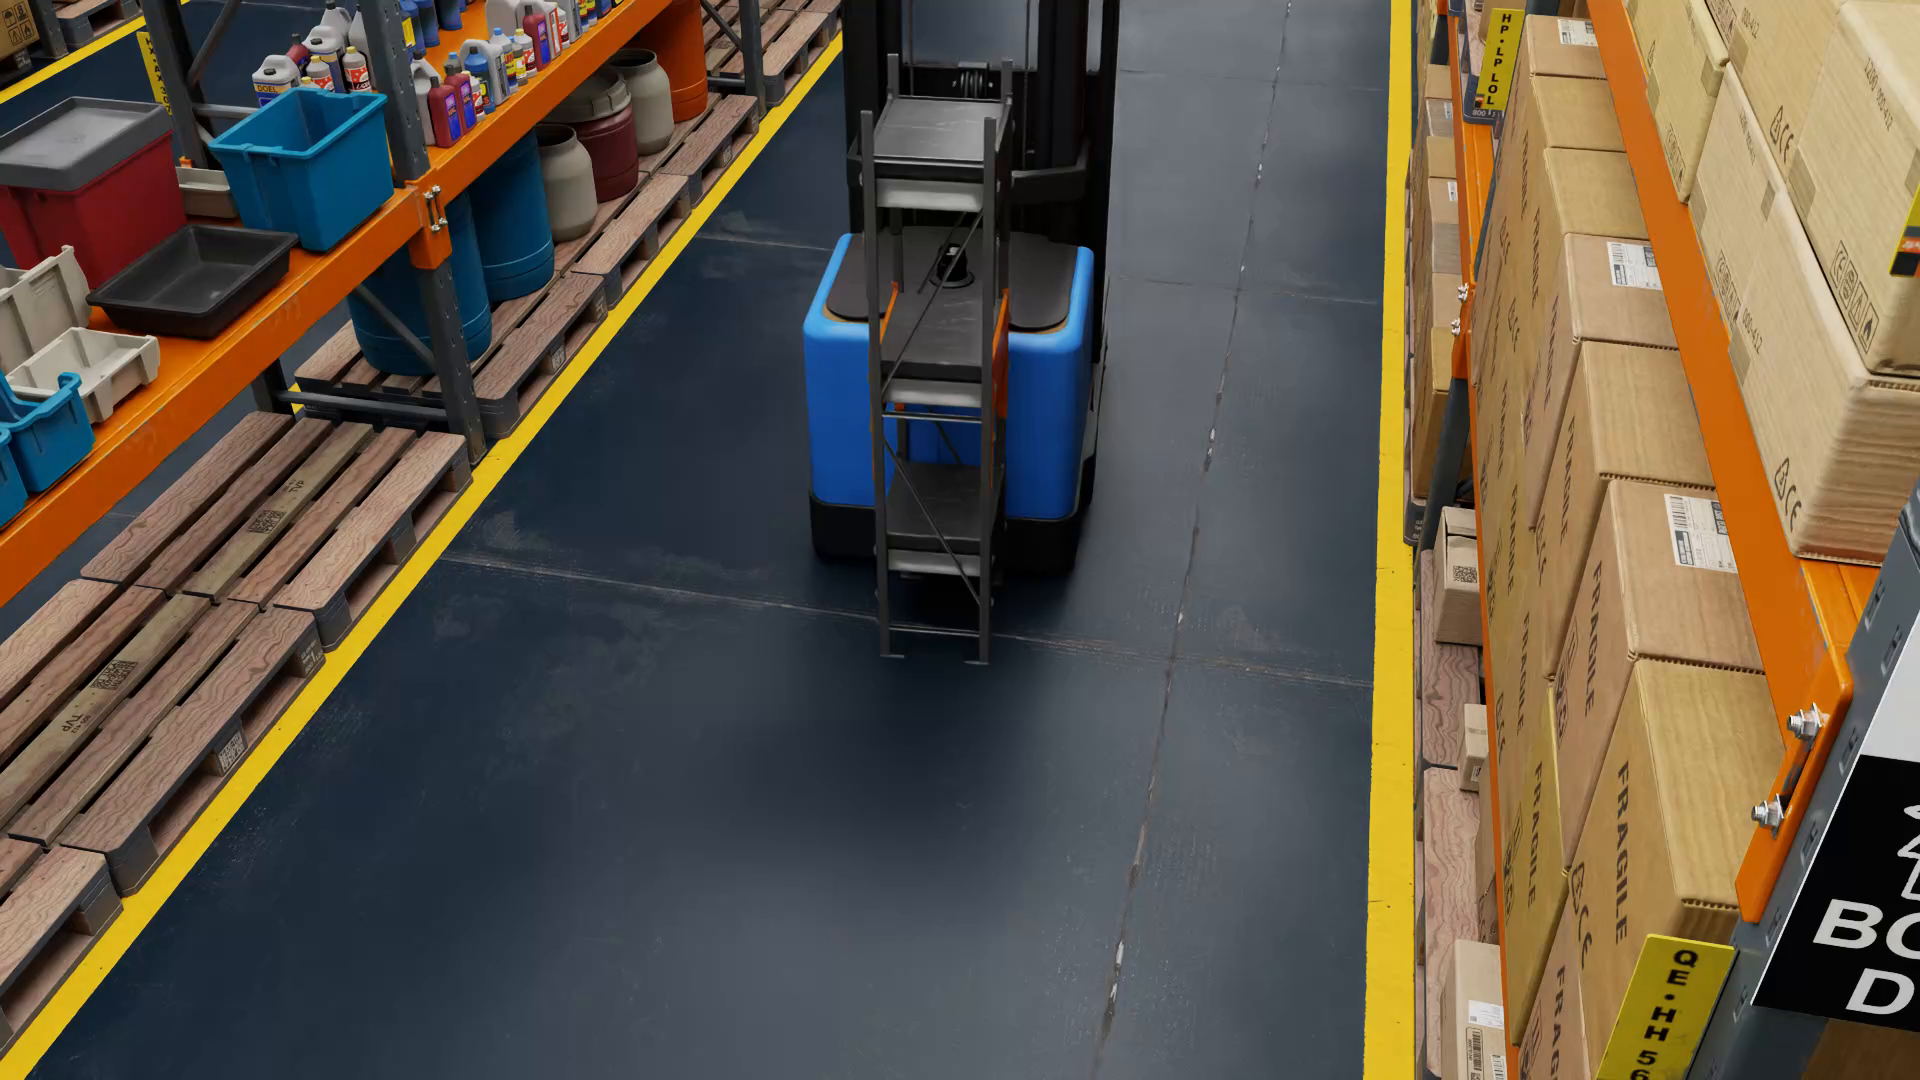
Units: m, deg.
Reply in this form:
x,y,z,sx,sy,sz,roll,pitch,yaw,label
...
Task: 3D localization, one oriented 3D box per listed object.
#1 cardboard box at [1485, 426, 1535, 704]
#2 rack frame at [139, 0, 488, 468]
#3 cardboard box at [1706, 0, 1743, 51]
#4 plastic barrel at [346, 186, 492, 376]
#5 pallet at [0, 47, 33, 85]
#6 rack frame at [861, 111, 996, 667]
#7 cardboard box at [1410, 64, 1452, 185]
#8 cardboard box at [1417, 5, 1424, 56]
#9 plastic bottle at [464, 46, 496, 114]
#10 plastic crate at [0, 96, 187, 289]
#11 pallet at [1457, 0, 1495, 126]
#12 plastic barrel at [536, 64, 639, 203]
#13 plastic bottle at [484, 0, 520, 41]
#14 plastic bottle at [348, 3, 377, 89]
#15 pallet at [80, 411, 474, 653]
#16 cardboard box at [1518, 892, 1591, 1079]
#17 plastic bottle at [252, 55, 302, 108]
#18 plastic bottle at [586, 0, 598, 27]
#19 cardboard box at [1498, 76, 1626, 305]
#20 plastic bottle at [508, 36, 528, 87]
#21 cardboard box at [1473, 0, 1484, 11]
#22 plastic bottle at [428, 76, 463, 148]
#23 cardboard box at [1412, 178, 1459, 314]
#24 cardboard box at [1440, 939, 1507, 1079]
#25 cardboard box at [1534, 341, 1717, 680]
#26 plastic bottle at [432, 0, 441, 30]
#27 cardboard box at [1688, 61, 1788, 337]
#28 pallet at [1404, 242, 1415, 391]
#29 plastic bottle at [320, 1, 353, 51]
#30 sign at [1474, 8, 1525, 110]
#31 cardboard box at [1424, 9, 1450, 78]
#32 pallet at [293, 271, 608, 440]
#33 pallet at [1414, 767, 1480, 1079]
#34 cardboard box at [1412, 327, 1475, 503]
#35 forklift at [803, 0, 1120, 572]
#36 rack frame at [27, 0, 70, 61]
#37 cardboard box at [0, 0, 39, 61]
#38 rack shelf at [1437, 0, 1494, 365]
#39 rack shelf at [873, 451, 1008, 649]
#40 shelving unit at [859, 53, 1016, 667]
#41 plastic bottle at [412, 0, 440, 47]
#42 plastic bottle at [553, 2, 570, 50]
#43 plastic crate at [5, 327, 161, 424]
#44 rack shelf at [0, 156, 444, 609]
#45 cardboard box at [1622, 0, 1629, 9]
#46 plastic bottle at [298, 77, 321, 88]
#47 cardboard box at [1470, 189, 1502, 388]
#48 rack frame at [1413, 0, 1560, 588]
x,y,z,sx,sy,sz,roll,pitch,yaw,label
1.573,0.088,3.987,0.500,0.500,0.500,7,36,9,cardboard box
-2.568,-1.625,6.436,1.000,3.000,0.127,7,37,10,rack frame
1.494,-0.964,2.670,0.500,0.250,0.500,7,37,10,cardboard box
-2.435,-1.255,7.355,0.600,0.901,0.708,7,37,10,plastic barrel
-6.794,-2.967,10.664,1.003,0.211,1.213,7,37,10,pallet
-0.094,-0.403,5.517,0.400,2.100,0.015,4,36,6,rack frame
2.748,-2.236,9.034,0.500,0.500,0.500,9,37,12,cardboard box
3.216,-3.268,10.688,0.500,0.250,0.500,8,37,11,cardboard box
-2.017,-1.930,6.967,0.097,0.271,0.097,0,36,0,plastic bottle
-3.004,-1.194,5.736,0.402,0.464,0.583,7,37,10,plastic crate
2.714,-2.102,7.257,1.003,0.211,1.213,7,37,10,pallet
-2.043,-2.181,8.901,0.600,0.588,0.708,7,37,10,plastic barrel
-2.048,-2.342,7.531,0.152,0.276,0.135,7,37,10,plastic bottle
-2.550,-2.155,7.209,0.144,0.351,0.185,7,37,10,plastic bottle
-2.687,-0.069,6.666,1.003,0.211,1.213,7,37,10,pallet
1.246,0.960,2.784,0.500,0.500,0.500,8,37,11,cardboard box
-2.799,-1.841,6.840,0.152,0.276,0.135,7,37,10,plastic bottle
-1.777,-2.573,7.853,0.097,0.271,0.097,0,36,0,plastic bottle
1.785,-0.916,4.521,0.500,0.500,0.500,6,36,9,cardboard box
-1.946,-2.090,7.248,0.097,0.201,0.097,0,36,0,plastic bottle
2.719,-2.630,7.379,0.700,0.500,0.500,14,38,19,cardboard box
-2.073,-1.734,6.686,0.061,0.283,0.133,7,37,10,plastic bottle
2.424,-1.348,7.809,0.500,0.500,0.500,6,36,8,cardboard box
1.524,1.343,4.309,0.500,0.250,0.500,7,37,10,cardboard box
1.456,-0.031,3.299,0.500,0.500,0.500,8,37,11,cardboard box
-2.535,-2.550,7.817,0.152,0.276,0.135,7,37,10,plastic bottle
1.386,-0.475,2.421,0.500,0.250,0.500,7,37,10,cardboard box
2.666,-1.045,8.012,1.003,0.211,1.213,7,37,10,pallet
-2.691,-2.173,7.234,0.144,0.351,0.185,7,37,10,plastic bottle
1.727,-1.538,5.329,0.100,0.325,0.005,7,37,10,sign
2.996,-2.910,9.716,0.500,0.311,0.500,8,37,11,cardboard box
-2.362,-0.933,7.857,1.003,0.211,1.213,7,37,10,pallet
1.864,1.223,4.883,1.003,0.211,1.213,7,37,10,pallet
2.096,-0.486,6.620,0.500,0.500,0.500,7,37,10,cardboard box
0.110,-1.918,6.899,1.130,2.935,3.031,4,36,6,forklift
-6.552,-4.539,10.456,1.000,3.000,0.127,7,37,10,rack frame
-6.720,-3.455,10.414,1.225,0.875,0.875,6,36,8,cardboard box
2.698,-1.857,7.369,1.077,0.370,4.000,7,37,10,rack shelf
-0.063,0.033,6.132,0.431,0.518,0.480,4,36,6,rack shelf
-0.063,-0.545,5.713,0.431,2.100,0.503,4,36,6,shelving unit
-2.459,-2.410,7.628,0.097,0.271,0.097,0,36,0,plastic bottle
-1.847,-2.356,7.614,0.097,0.201,0.097,0,36,0,plastic bottle
-2.646,-0.506,5.066,0.293,0.136,0.466,7,37,10,plastic crate
-2.995,-0.187,5.065,1.077,0.370,4.000,7,37,10,rack shelf
1.706,-1.335,3.608,0.500,0.250,0.500,7,37,10,cardboard box
-2.674,-1.806,6.855,0.097,0.201,0.097,0,36,0,plastic bottle
1.895,-0.784,5.191,0.500,0.500,0.500,8,37,11,cardboard box
2.270,-1.002,5.576,1.000,3.000,0.127,7,37,10,rack frame
